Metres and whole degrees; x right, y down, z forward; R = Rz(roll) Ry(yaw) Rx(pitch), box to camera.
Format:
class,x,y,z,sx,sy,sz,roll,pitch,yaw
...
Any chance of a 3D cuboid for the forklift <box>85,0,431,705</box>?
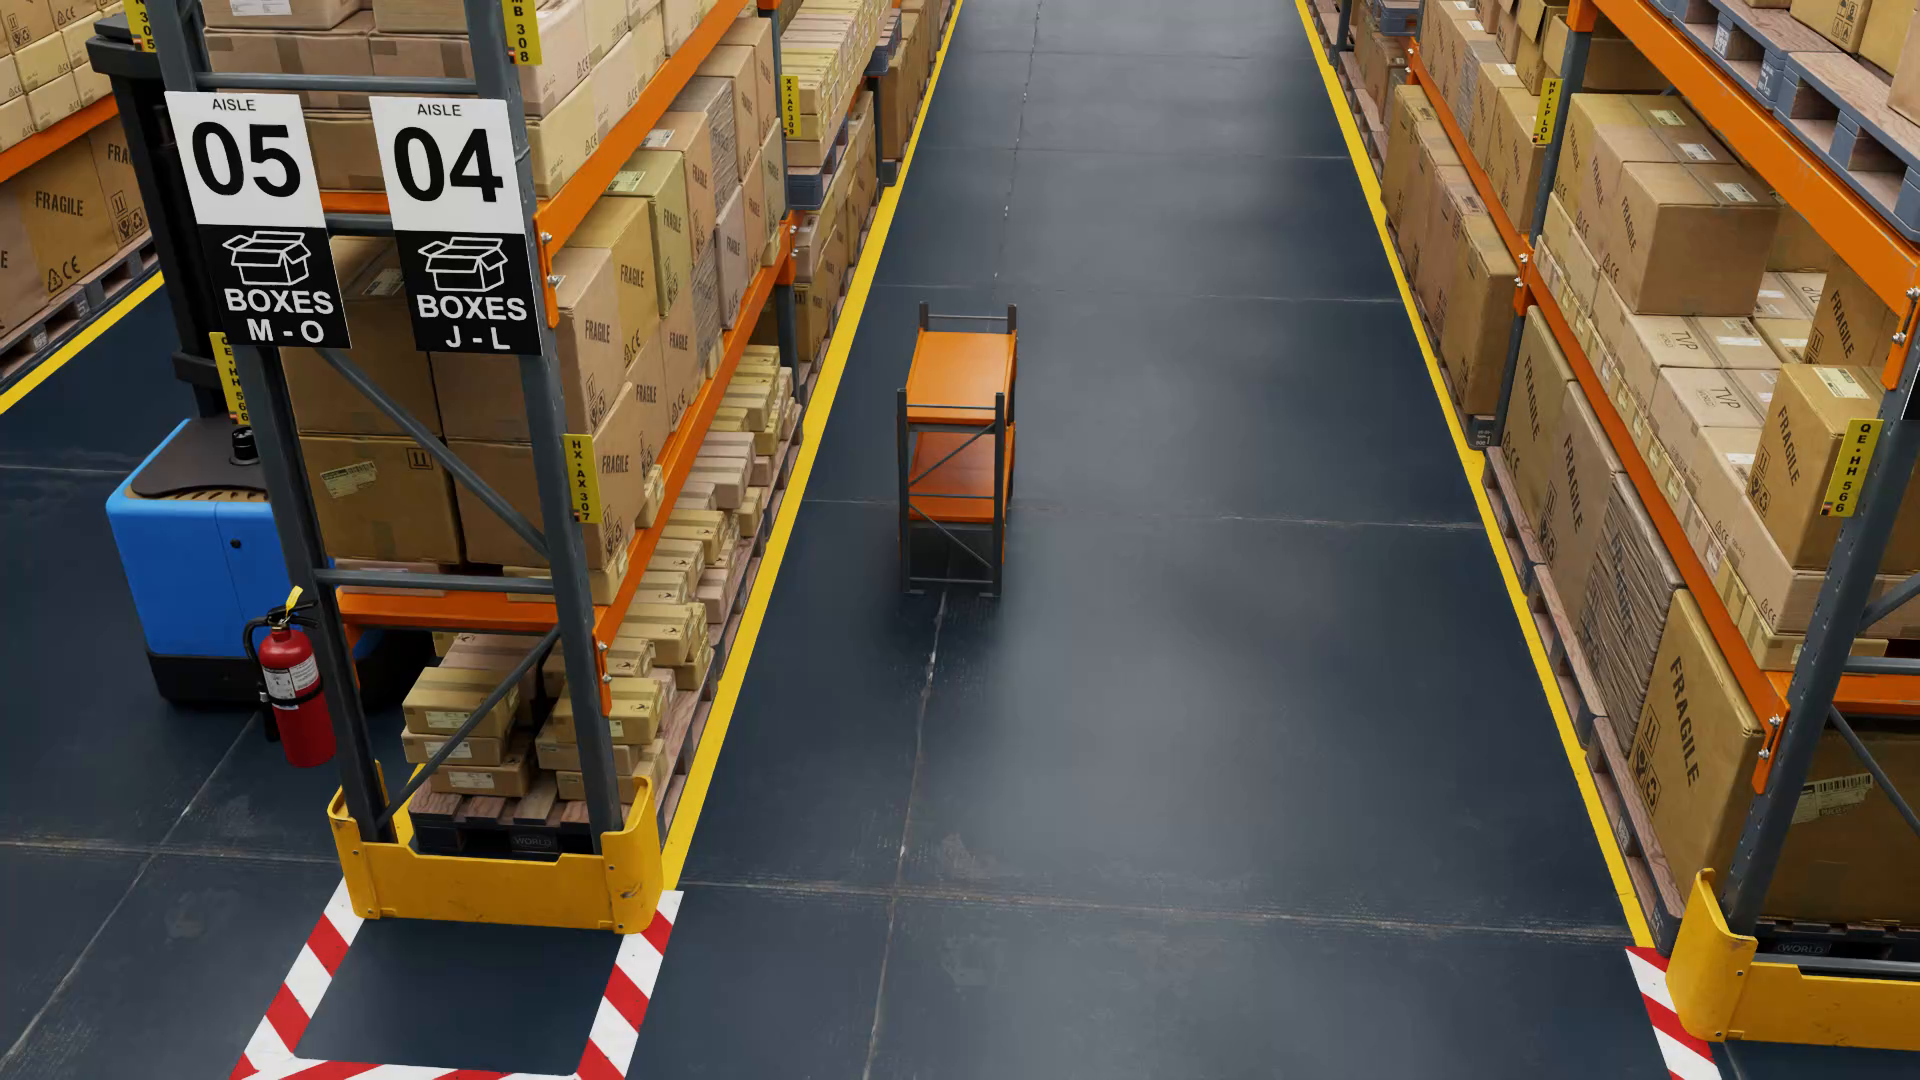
class,x,y,z,sx,sy,sz,roll,pitch,yaw
forklift,-3.027,-1.253,7.989,1.130,2.935,3.031,2,32,3

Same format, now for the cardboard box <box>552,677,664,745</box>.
class,x,y,z,sx,sy,sz,roll,pitch,yaw
cardboard box,-1.383,0.671,6.552,0.380,0.149,0.250,1,32,2

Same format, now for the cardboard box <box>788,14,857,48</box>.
class,x,y,z,sx,sy,sz,roll,pitch,yaw
cardboard box,-0.844,-3.130,10.242,0.380,0.149,0.250,4,32,6

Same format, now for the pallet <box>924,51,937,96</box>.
class,x,y,z,sx,sy,sz,roll,pitch,yaw
pallet,-0.775,-4.532,15.903,1.003,0.211,1.213,2,32,4

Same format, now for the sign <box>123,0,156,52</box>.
class,x,y,z,sx,sy,sz,roll,pitch,yaw
sign,-2.315,-1.539,4.685,0.100,0.325,0.005,2,32,4

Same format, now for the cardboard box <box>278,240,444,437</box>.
class,x,y,z,sx,sy,sz,roll,pitch,yaw
cardboard box,-1.975,-0.696,5.688,0.500,0.500,0.500,2,32,3

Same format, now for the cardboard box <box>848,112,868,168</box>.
class,x,y,z,sx,sy,sz,roll,pitch,yaw
cardboard box,-0.937,-2.835,11.758,0.500,0.250,0.500,3,32,5

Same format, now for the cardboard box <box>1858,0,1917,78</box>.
class,x,y,z,sx,sy,sz,roll,pitch,yaw
cardboard box,3.326,-1.690,5.184,0.700,0.500,0.500,1,32,2

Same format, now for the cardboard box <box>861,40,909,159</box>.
class,x,y,z,sx,sy,sz,roll,pitch,yaw
cardboard box,-0.973,-3.570,13.428,1.050,0.750,0.750,2,32,3

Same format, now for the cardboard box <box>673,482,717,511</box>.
class,x,y,z,sx,sy,sz,roll,pitch,yaw
cardboard box,-1.370,-0.153,7.890,0.380,0.149,0.250,3,32,4

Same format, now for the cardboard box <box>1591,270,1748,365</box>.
class,x,y,z,sx,sy,sz,roll,pitch,yaw
cardboard box,3.116,-0.975,7.333,0.500,0.250,0.500,3,32,5

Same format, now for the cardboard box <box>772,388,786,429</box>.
class,x,y,z,sx,sy,sz,roll,pitch,yaw
cardboard box,-1.157,-0.714,9.083,0.380,0.149,0.250,1,32,2

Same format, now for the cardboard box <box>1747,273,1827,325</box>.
class,x,y,z,sx,sy,sz,roll,pitch,yaw
cardboard box,3.642,-0.961,7.310,0.500,0.250,0.500,3,32,5

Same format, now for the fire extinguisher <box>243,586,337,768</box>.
class,x,y,z,sx,sy,sz,roll,pitch,yaw
fire extinguisher,-2.244,0.453,5.586,0.296,0.674,0.183,2,32,4

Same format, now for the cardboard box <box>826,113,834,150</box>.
class,x,y,z,sx,sy,sz,roll,pitch,yaw
cardboard box,-0.931,-2.346,9.537,0.380,0.149,0.250,3,32,5

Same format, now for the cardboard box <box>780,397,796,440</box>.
class,x,y,z,sx,sy,sz,roll,pitch,yaw
cardboard box,-1.131,-0.688,9.325,0.380,0.149,0.250,3,32,5

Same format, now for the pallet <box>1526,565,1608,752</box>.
class,x,y,z,sx,sy,sz,roll,pitch,yaw
pallet,3.260,0.543,7.667,1.003,0.211,1.213,2,32,4

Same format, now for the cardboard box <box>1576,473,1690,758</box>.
class,x,y,z,sx,sy,sz,roll,pitch,yaw
cardboard box,3.218,0.326,6.988,0.875,0.875,0.875,2,32,4

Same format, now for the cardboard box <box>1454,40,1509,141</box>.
class,x,y,z,sx,sy,sz,roll,pitch,yaw
cardboard box,3.391,-2.770,10.291,0.500,0.500,0.500,3,32,4

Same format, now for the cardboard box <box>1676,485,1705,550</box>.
class,x,y,z,sx,sy,sz,roll,pitch,yaw
cardboard box,2.935,-0.078,6.257,0.380,0.149,0.250,3,32,5

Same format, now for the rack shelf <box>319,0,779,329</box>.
class,x,y,z,sx,sy,sz,roll,pitch,yaw
rack shelf,-1.601,-1.868,6.748,1.077,0.370,4.000,2,32,4

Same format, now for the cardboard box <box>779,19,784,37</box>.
class,x,y,z,sx,sy,sz,roll,pitch,yaw
cardboard box,-1.414,-3.458,11.341,0.380,0.149,0.250,4,32,6

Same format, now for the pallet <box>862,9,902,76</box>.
class,x,y,z,sx,sy,sz,roll,pitch,yaw
pallet,-1.064,-3.575,11.875,1.213,0.211,1.003,2,32,4

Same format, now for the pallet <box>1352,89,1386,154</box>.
class,x,y,z,sx,sy,sz,roll,pitch,yaw
pallet,3.990,-3.627,14.434,1.003,0.211,1.213,2,32,4

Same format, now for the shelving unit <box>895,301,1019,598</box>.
class,x,y,z,sx,sy,sz,roll,pitch,yaw
shelving unit,-0.001,-0.475,8.449,0.538,1.125,1.048,2,32,4

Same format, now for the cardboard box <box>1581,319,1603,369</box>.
class,x,y,z,sx,sy,sz,roll,pitch,yaw
cardboard box,3.059,-0.884,7.565,0.380,0.149,0.250,2,32,3

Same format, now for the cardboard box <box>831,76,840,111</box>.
class,x,y,z,sx,sy,sz,roll,pitch,yaw
cardboard box,-0.908,-2.598,9.662,0.380,0.149,0.250,3,32,5

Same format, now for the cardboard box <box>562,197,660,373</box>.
class,x,y,z,sx,sy,sz,roll,pitch,yaw
cardboard box,-1.428,-0.933,6.074,0.500,0.500,0.500,3,32,5

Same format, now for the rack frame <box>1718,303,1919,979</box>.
class,x,y,z,sx,sy,sz,roll,pitch,yaw
rack frame,3.171,0.414,5.220,1.000,3.000,0.127,2,32,4

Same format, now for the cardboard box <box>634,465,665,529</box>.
class,x,y,z,sx,sy,sz,roll,pitch,yaw
cardboard box,-1.356,-0.173,6.411,0.380,0.149,0.250,2,32,3

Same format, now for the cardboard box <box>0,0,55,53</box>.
class,x,y,z,sx,sy,sz,roll,pitch,yaw
cardboard box,-6.001,-3.317,10.224,0.500,0.500,0.500,2,32,3

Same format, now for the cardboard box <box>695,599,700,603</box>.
class,x,y,z,sx,sy,sz,roll,pitch,yaw
cardboard box,-1.393,0.387,7.581,0.380,0.149,0.250,3,32,4

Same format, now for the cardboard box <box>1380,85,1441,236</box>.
class,x,y,z,sx,sy,sz,roll,pitch,yaw
cardboard box,3.746,-2.684,11.871,1.225,0.875,0.875,1,32,2

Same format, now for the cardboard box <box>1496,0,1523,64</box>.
class,x,y,z,sx,sy,sz,roll,pitch,yaw
cardboard box,3.643,-3.166,9.977,0.797,0.503,0.637,3,32,6

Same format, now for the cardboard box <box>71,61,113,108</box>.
class,x,y,z,sx,sy,sz,roll,pitch,yaw
cardboard box,-5.933,-3.055,10.991,0.500,0.250,0.500,2,32,3

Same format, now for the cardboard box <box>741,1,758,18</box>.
class,x,y,z,sx,sy,sz,roll,pitch,yaw
cardboard box,-1.473,-3.308,10.531,0.380,0.149,0.250,2,32,3

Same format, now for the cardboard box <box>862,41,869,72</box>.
class,x,y,z,sx,sy,sz,roll,pitch,yaw
cardboard box,-0.804,-3.158,10.854,0.380,0.149,0.250,3,32,5

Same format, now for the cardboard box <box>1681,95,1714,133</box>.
class,x,y,z,sx,sy,sz,roll,pitch,yaw
cardboard box,3.726,-1.808,7.970,0.500,0.500,0.500,3,32,5

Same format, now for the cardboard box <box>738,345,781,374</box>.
class,x,y,z,sx,sy,sz,roll,pitch,yaw
cardboard box,-1.208,-0.964,9.205,0.380,0.149,0.250,3,32,5

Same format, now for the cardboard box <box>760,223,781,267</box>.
class,x,y,z,sx,sy,sz,roll,pitch,yaw
cardboard box,-1.141,-1.537,8.624,0.380,0.149,0.250,2,32,3

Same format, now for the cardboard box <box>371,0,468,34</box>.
class,x,y,z,sx,sy,sz,roll,pitch,yaw
cardboard box,-1.511,-1.606,4.925,0.380,0.149,0.250,2,32,4

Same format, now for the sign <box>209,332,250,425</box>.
class,x,y,z,sx,sy,sz,roll,pitch,yaw
sign,-2.315,-0.513,5.318,0.100,0.325,0.005,2,32,4

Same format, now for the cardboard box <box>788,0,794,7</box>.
class,x,y,z,sx,sy,sz,roll,pitch,yaw
cardboard box,-1.372,-3.847,11.688,0.380,0.149,0.250,4,32,6

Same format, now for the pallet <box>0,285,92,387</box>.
class,x,y,z,sx,sy,sz,roll,pitch,yaw
pallet,-6.392,-1.321,10.692,1.003,0.211,1.213,2,32,4

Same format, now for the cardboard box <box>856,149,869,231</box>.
class,x,y,z,sx,sy,sz,roll,pitch,yaw
cardboard box,-0.952,-2.522,11.966,0.500,0.500,0.500,4,32,6

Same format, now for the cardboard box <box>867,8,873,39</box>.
class,x,y,z,sx,sy,sz,roll,pitch,yaw
cardboard box,-0.781,-3.417,10.991,0.380,0.149,0.250,2,32,4

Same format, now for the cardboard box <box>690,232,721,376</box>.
class,x,y,z,sx,sy,sz,roll,pitch,yaw
cardboard box,-1.346,-1.046,7.210,0.500,0.500,0.500,2,32,3

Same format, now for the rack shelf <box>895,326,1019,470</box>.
class,x,y,z,sx,sy,sz,roll,pitch,yaw
rack shelf,-0.001,-0.725,8.296,0.538,0.278,1.000,2,32,4

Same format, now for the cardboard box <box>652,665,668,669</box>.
class,x,y,z,sx,sy,sz,roll,pitch,yaw
cardboard box,-1.455,0.522,7.078,0.380,0.149,0.250,3,32,5

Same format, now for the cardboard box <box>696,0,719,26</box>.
class,x,y,z,sx,sy,sz,roll,pitch,yaw
cardboard box,-1.302,-2.361,7.007,0.500,0.250,0.500,2,32,3

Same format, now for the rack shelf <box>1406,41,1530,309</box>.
class,x,y,z,sx,sy,sz,roll,pitch,yaw
rack shelf,3.660,-2.417,10.499,1.077,0.370,4.000,2,32,4
